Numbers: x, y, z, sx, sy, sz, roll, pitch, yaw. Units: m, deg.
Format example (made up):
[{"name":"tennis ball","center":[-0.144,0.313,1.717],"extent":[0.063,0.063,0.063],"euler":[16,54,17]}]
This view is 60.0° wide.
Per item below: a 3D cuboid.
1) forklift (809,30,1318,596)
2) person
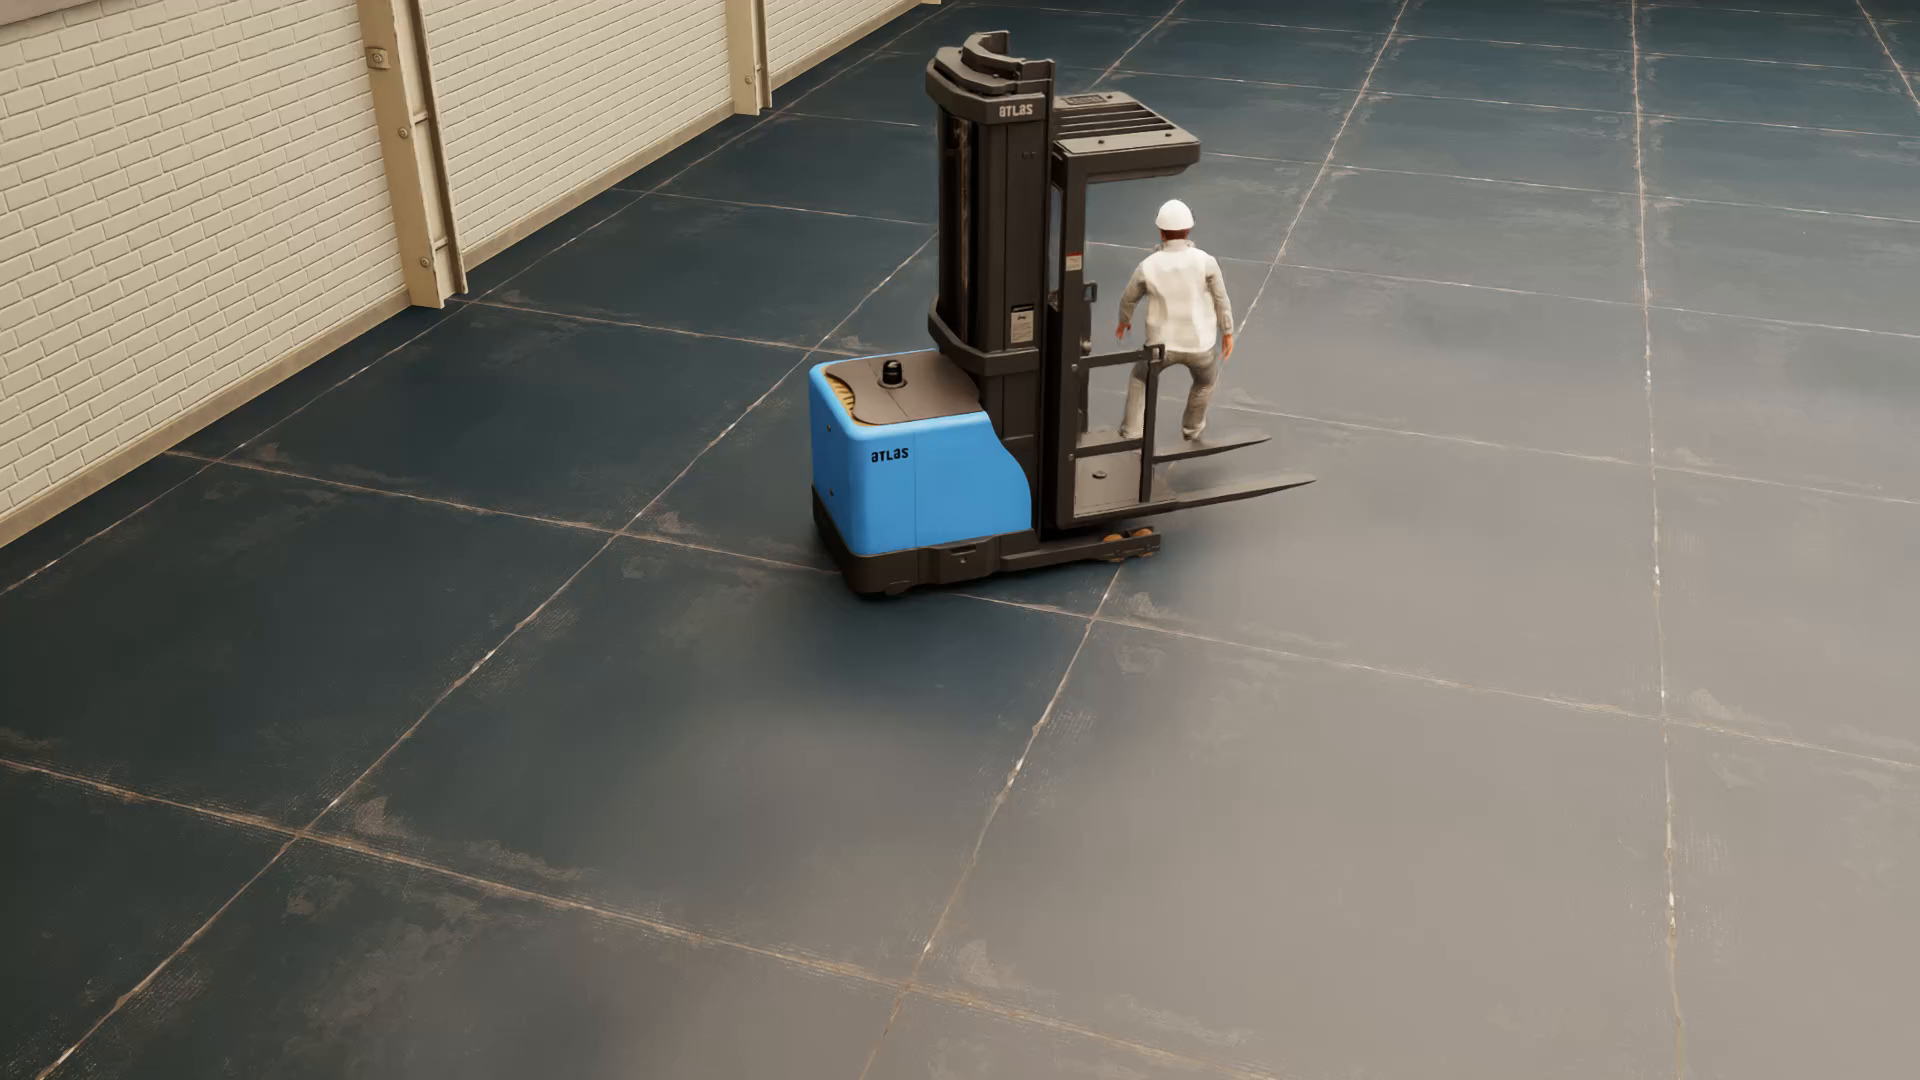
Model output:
[{"name":"forklift","center":[0.677,-1.378,9.553],"extent":[3.031,2.935,1.130],"euler":[-9,31,-16]},{"name":"person","center":[1.360,-1.355,10.526],"extent":[0.748,1.697,0.762],"euler":[4,30,7]}]
